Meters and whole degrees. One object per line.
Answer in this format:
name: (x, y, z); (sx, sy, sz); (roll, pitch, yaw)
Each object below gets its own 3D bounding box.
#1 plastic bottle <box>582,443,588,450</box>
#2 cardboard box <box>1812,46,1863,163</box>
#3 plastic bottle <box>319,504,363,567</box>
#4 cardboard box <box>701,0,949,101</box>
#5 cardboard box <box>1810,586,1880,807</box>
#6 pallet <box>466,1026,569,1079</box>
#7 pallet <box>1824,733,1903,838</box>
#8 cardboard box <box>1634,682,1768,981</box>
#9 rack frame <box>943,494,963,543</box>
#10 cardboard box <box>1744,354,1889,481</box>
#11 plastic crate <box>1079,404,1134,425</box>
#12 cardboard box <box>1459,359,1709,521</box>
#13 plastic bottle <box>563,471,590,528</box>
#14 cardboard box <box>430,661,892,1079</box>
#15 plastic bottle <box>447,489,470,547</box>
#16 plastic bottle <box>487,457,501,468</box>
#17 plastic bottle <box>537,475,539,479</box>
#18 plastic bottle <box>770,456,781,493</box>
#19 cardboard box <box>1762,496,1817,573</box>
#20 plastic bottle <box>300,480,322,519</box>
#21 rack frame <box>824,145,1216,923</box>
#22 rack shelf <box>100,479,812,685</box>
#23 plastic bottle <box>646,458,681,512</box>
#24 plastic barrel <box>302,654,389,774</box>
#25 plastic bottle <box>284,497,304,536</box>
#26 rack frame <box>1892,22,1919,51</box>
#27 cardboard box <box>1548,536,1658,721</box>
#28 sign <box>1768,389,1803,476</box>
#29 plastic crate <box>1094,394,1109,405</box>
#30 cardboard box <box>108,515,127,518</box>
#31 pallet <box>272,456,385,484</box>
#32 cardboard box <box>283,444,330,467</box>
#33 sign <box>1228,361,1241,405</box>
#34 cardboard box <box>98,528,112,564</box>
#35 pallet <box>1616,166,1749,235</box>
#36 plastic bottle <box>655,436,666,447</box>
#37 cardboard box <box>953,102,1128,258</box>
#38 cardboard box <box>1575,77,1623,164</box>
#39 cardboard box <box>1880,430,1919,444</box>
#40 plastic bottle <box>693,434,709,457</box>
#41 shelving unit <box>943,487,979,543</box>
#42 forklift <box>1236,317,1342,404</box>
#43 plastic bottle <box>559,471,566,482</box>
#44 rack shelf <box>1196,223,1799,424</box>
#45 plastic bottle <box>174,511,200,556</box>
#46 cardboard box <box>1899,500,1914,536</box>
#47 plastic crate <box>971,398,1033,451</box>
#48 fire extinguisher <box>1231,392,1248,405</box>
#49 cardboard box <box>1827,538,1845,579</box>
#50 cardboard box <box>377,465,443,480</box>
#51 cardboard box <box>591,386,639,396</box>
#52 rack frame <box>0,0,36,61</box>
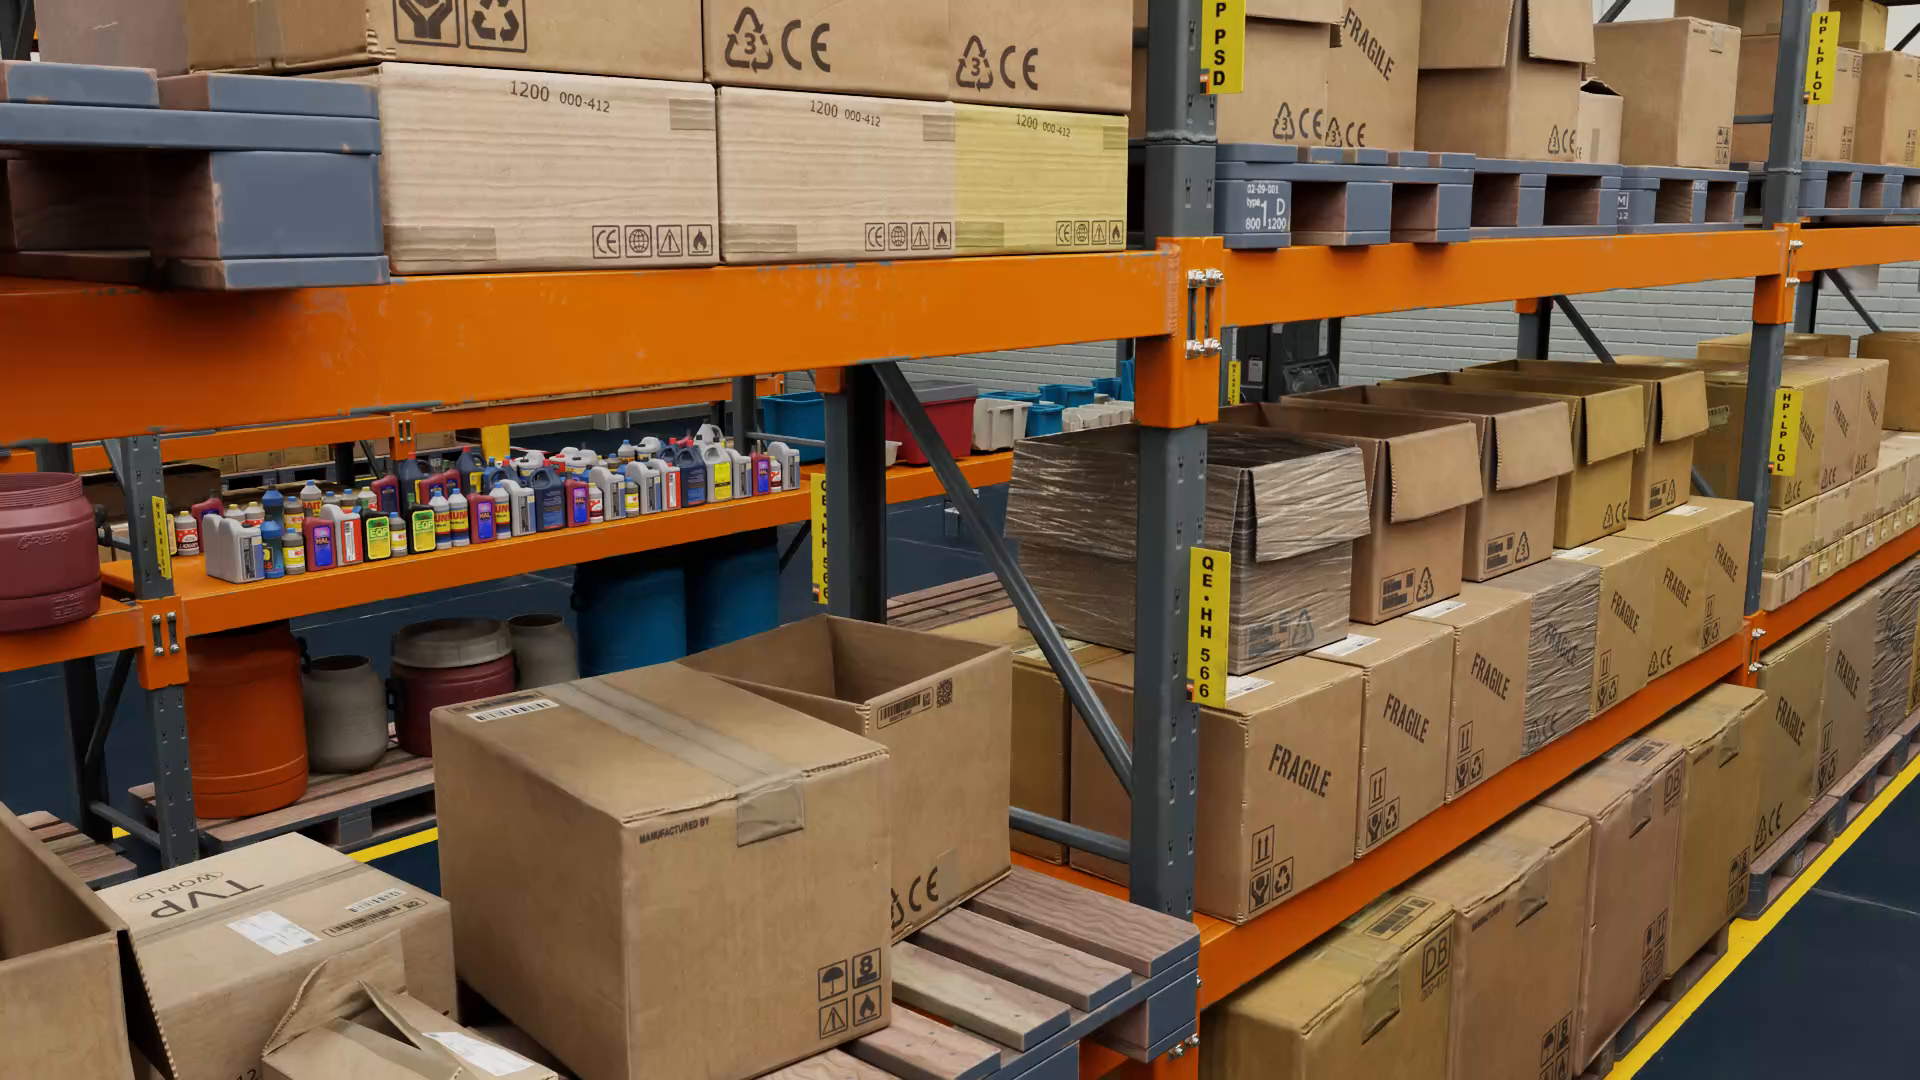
plastic bottle: (-2.138, -0.402, 9.365); (0.061, 0.283, 0.133); (10, 15, 40)
cardboard box: (3.561, -1.925, 7.450); (0.700, 0.500, 0.500); (11, 16, 43)
plastic bottle: (-2.796, -0.030, 7.518); (0.152, 0.276, 0.135); (10, 15, 40)
cardboard box: (-0.366, -0.946, 2.599); (0.500, 0.500, 0.500); (10, 15, 40)
cardboard box: (3.821, 0.668, 8.060); (0.875, 0.875, 0.875); (10, 15, 40)
pallet: (-1.185, 1.030, 2.383); (1.003, 0.211, 1.213); (10, 15, 40)
pallet: (4.097, 1.137, 8.481); (1.003, 0.211, 1.213); (10, 15, 40)
cardboard box: (2.324, 0.984, 6.478); (1.225, 0.875, 0.875); (10, 15, 41)
rack frame: (-0.062, -0.428, 14.554); (0.240, 0.900, 0.006); (10, 15, 40)
cardboard box: (3.910, -0.575, 7.639); (0.500, 0.500, 0.500); (9, 15, 39)
plastic crate: (1.047, -0.894, 12.046); (0.396, 0.136, 0.243); (10, 15, 40)
cardboard box: (2.316, -0.395, 6.212); (0.797, 0.503, 0.637); (9, 15, 39)
plastic bottle: (-1.941, -0.210, 8.403); (0.061, 0.283, 0.133); (10, 15, 40)
cardboard box: (-0.529, 0.565, 2.899); (0.500, 0.500, 0.700); (-9, 15, -39)
plastic bottle: (-2.394, -0.109, 7.926); (0.097, 0.271, 0.097); (0, 11, 0)
plastic bottle: (-2.507, -0.309, 8.928); (0.097, 0.271, 0.097); (0, 11, 0)
plastic bottle: (-2.239, -0.289, 9.007); (0.097, 0.201, 0.097); (0, 11, 0)
plastic bottle: (-1.063, -0.371, 9.419); (0.097, 0.201, 0.097); (0, 11, 0)
cardboard box: (3.238, -0.056, 6.958); (0.500, 0.250, 0.500); (9, 15, 39)
plastic bottle: (-3.184, -0.158, 8.172); (0.097, 0.271, 0.097); (0, 11, 0)
rack frame: (0.091, 0.640, 3.849); (1.000, 3.000, 0.127); (10, 15, 40)
rack shelf: (-2.309, 0.058, 8.599); (1.077, 0.370, 4.000); (10, 15, 40)
plastic bottle: (-1.581, -0.300, 8.874); (0.152, 0.276, 0.135); (10, 15, 40)
plastic barrel: (-3.014, 0.845, 8.103); (0.421, 0.512, 0.421); (0, 11, 0)
plastic bottle: (-3.248, -0.109, 8.107); (0.097, 0.201, 0.097); (0, 11, 0)
rack frame: (5.372, -3.479, 9.155); (1.000, 3.000, 0.127); (10, 15, 40)
cardboard box: (1.956, 0.256, 5.515); (0.500, 0.500, 0.500); (10, 15, 40)
sign: (3.145, -0.409, 6.346); (0.100, 0.325, 0.005); (10, 15, 40)
plastic crate: (0.967, -1.047, 12.817); (0.250, 0.136, 0.298); (10, 15, 40)
cardboard box: (-6.223, 0.046, 12.079); (0.500, 0.500, 0.500); (9, 14, 38)
pallet: (-7.065, -0.785, 18.101); (1.003, 0.211, 1.213); (10, 15, 40)
cardboard box: (-7.186, -1.096, 17.848); (0.700, 0.500, 0.500); (10, 15, 42)
sign: (2.075, -1.189, 12.588); (0.100, 0.325, 0.005); (10, 15, 40)
cardboard box: (-6.157, 0.188, 11.372); (0.500, 0.500, 0.500); (10, 15, 40)
pallet: (2.163, -1.185, 5.814); (0.805, 0.209, 1.217); (9, 14, 38)
plastic bottle: (-1.766, -0.474, 9.754); (0.097, 0.271, 0.097); (0, 11, 0)
cardboard box: (-0.039, -0.656, 3.061); (0.500, 0.250, 0.500); (10, 15, 40)
cardboard box: (1.940, -1.432, 5.720); (0.500, 0.311, 0.500); (9, 14, 38)
cardboard box: (4.916, -0.429, 8.826); (0.500, 0.250, 0.500); (9, 15, 39)
plastic bottle: (-1.458, -0.406, 9.211); (0.144, 0.351, 0.185); (10, 15, 40)
shelving unit: (0.005, -0.442, 14.629); (0.258, 0.900, 0.210); (10, 15, 40)
forklift: (3.150, -1.363, 14.052); (3.031, 2.935, 1.130); (9, 14, 37)
plastic bottle: (-2.012, -0.212, 8.442); (0.097, 0.271, 0.097); (0, 11, 0)
rack shelf: (1.411, -0.773, 5.099); (1.077, 0.370, 4.000); (10, 15, 40)
plastic bottle: (-3.593, -0.032, 7.722); (0.097, 0.201, 0.097); (0, 11, 0)
cardboard box: (4.540, -0.130, 8.347); (0.380, 0.149, 0.250); (10, 15, 41)
plastic crate: (0.157, -0.761, 11.013); (0.437, 0.282, 0.530); (10, 15, 40)
fire extinguisher: (2.092, -0.920, 12.810); (0.296, 0.674, 0.183); (10, 15, 40)
cardboard box: (3.696, 0.058, 7.406); (0.380, 0.149, 0.250); (9, 15, 39)
cardboard box: (-4.545, -0.340, 14.016); (0.500, 0.500, 0.500); (10, 15, 40)
cardboard box: (-3.164, -1.543, 14.522); (0.500, 0.500, 0.500); (9, 15, 40)
rack frame: (-3.630, -2.942, 6.468); (1.000, 3.000, 0.127); (10, 15, 40)
